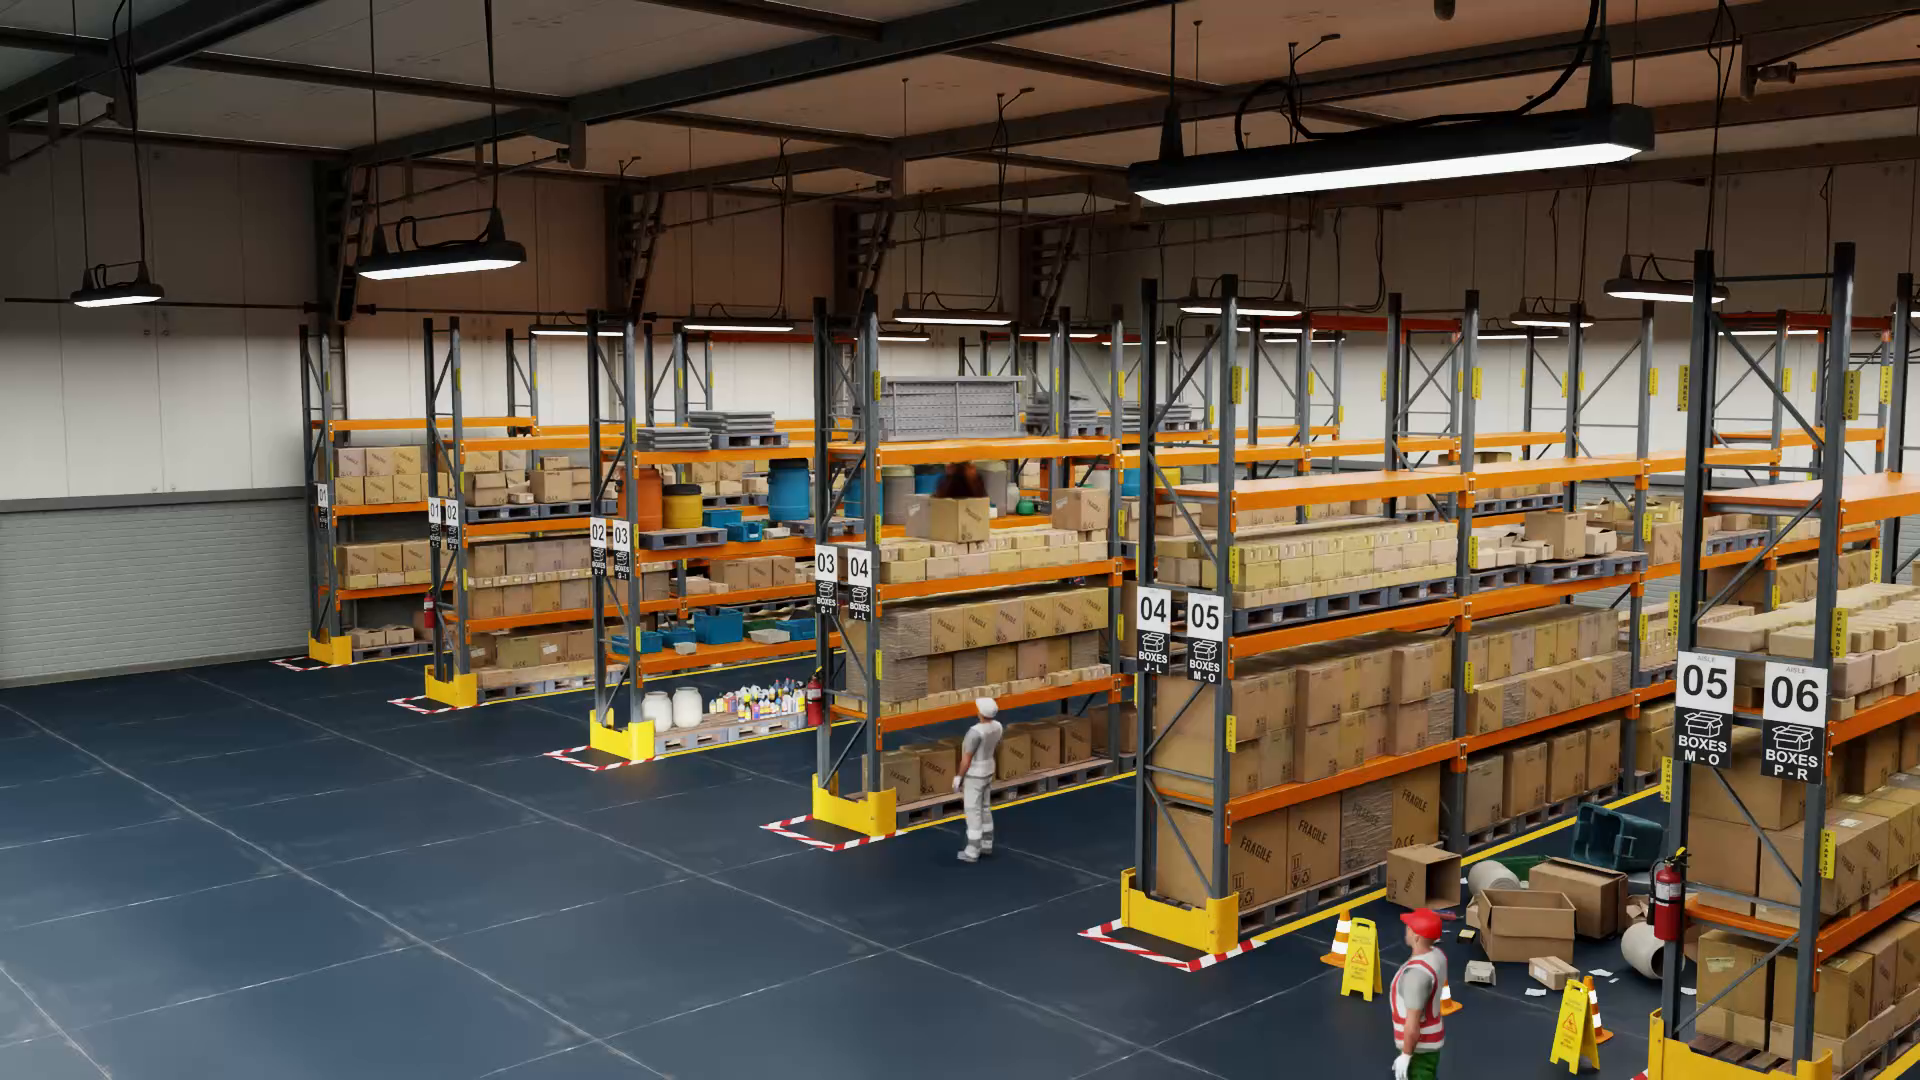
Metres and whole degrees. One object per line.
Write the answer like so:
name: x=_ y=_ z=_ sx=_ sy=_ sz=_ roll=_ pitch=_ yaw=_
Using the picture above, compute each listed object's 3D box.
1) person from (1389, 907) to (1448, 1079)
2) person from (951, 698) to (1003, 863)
person: x=2.901 y=3.202 z=10.551 sx=0.363 sy=1.796 sz=0.602 roll=1 pitch=6 yaw=13
person: x=0.191 y=2.514 z=17.621 sx=0.491 sy=1.765 sz=0.584 roll=2 pitch=6 yaw=21
